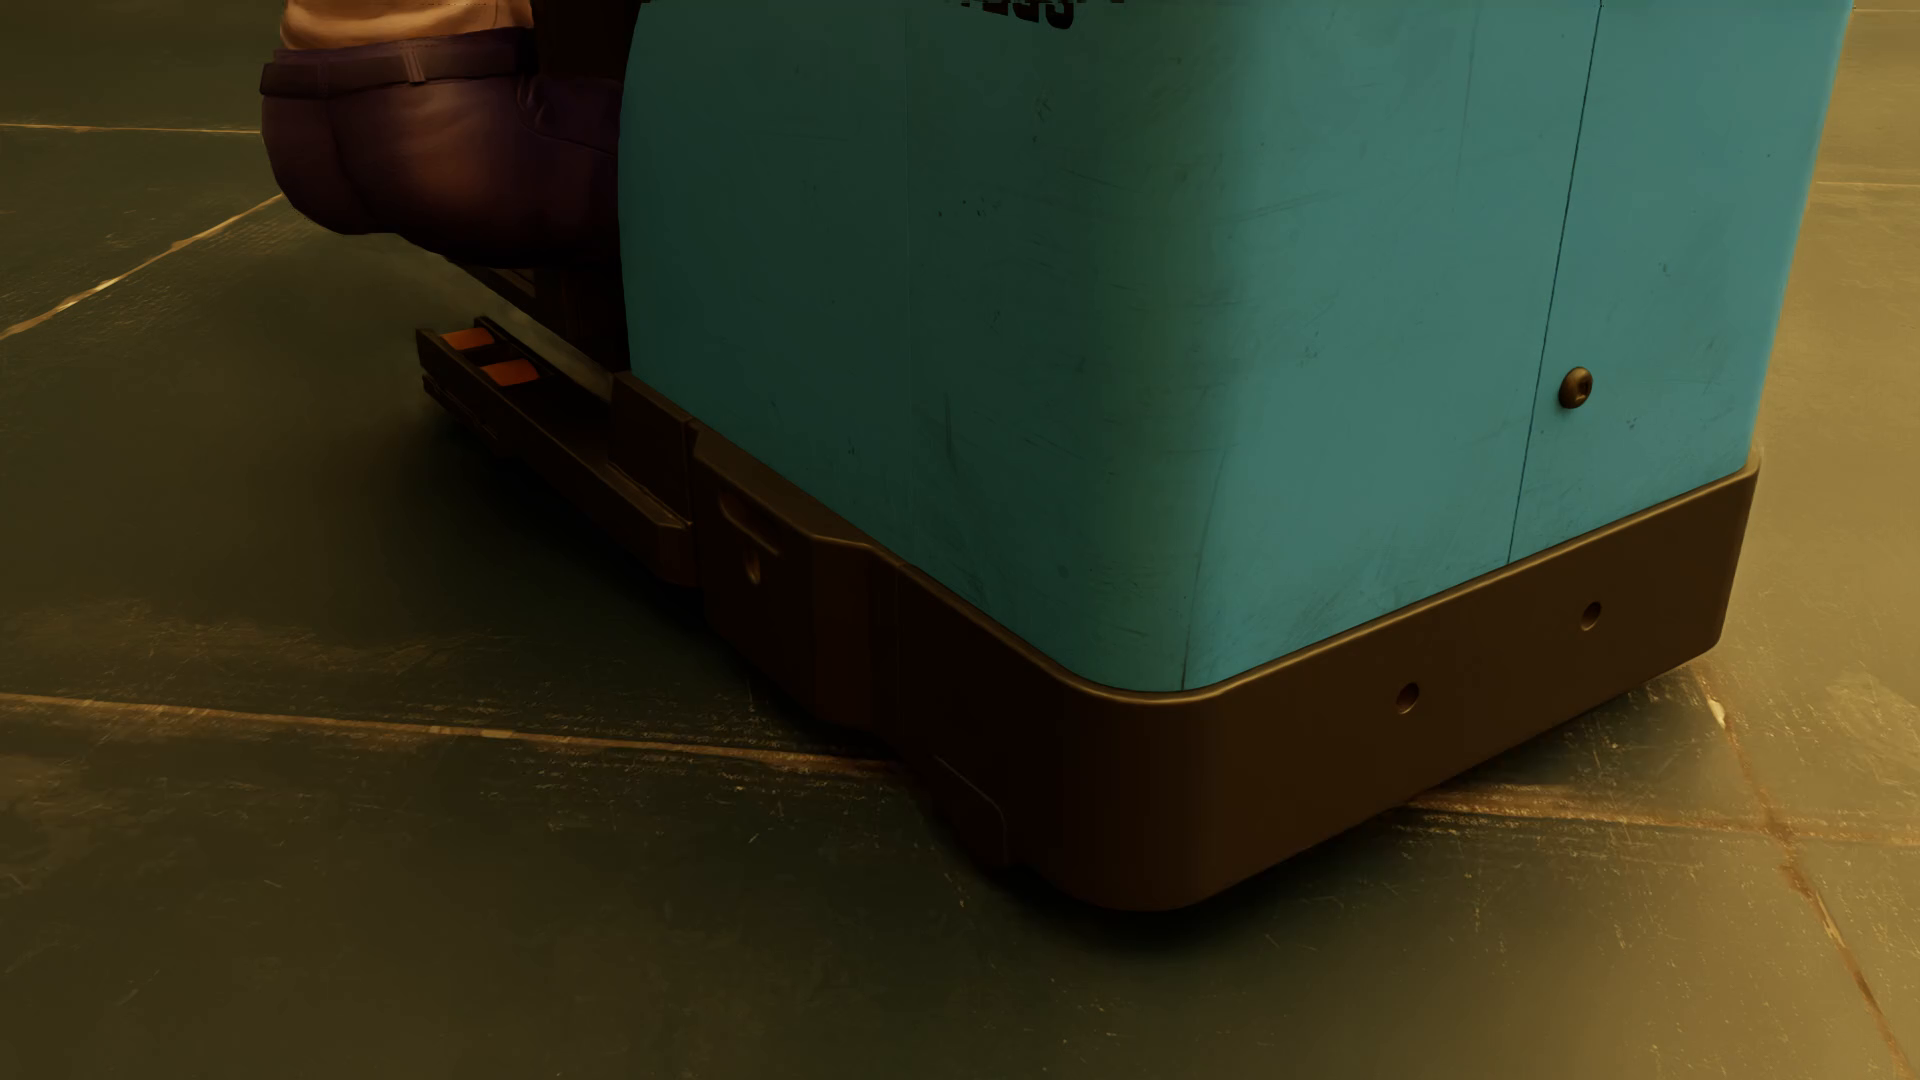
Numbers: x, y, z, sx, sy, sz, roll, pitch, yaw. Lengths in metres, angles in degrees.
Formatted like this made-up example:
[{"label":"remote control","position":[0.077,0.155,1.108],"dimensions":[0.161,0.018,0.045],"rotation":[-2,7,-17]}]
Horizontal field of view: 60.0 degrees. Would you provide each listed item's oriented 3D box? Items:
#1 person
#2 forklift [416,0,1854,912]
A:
[{"label":"person","position":[-0.741,-0.664,2.388],"dimensions":[1.286,1.344,0.709],"rotation":[13,29,24]},{"label":"forklift","position":[-0.287,-1.555,2.333],"dimensions":[1.130,2.935,3.031],"rotation":[-17,31,-31]}]
